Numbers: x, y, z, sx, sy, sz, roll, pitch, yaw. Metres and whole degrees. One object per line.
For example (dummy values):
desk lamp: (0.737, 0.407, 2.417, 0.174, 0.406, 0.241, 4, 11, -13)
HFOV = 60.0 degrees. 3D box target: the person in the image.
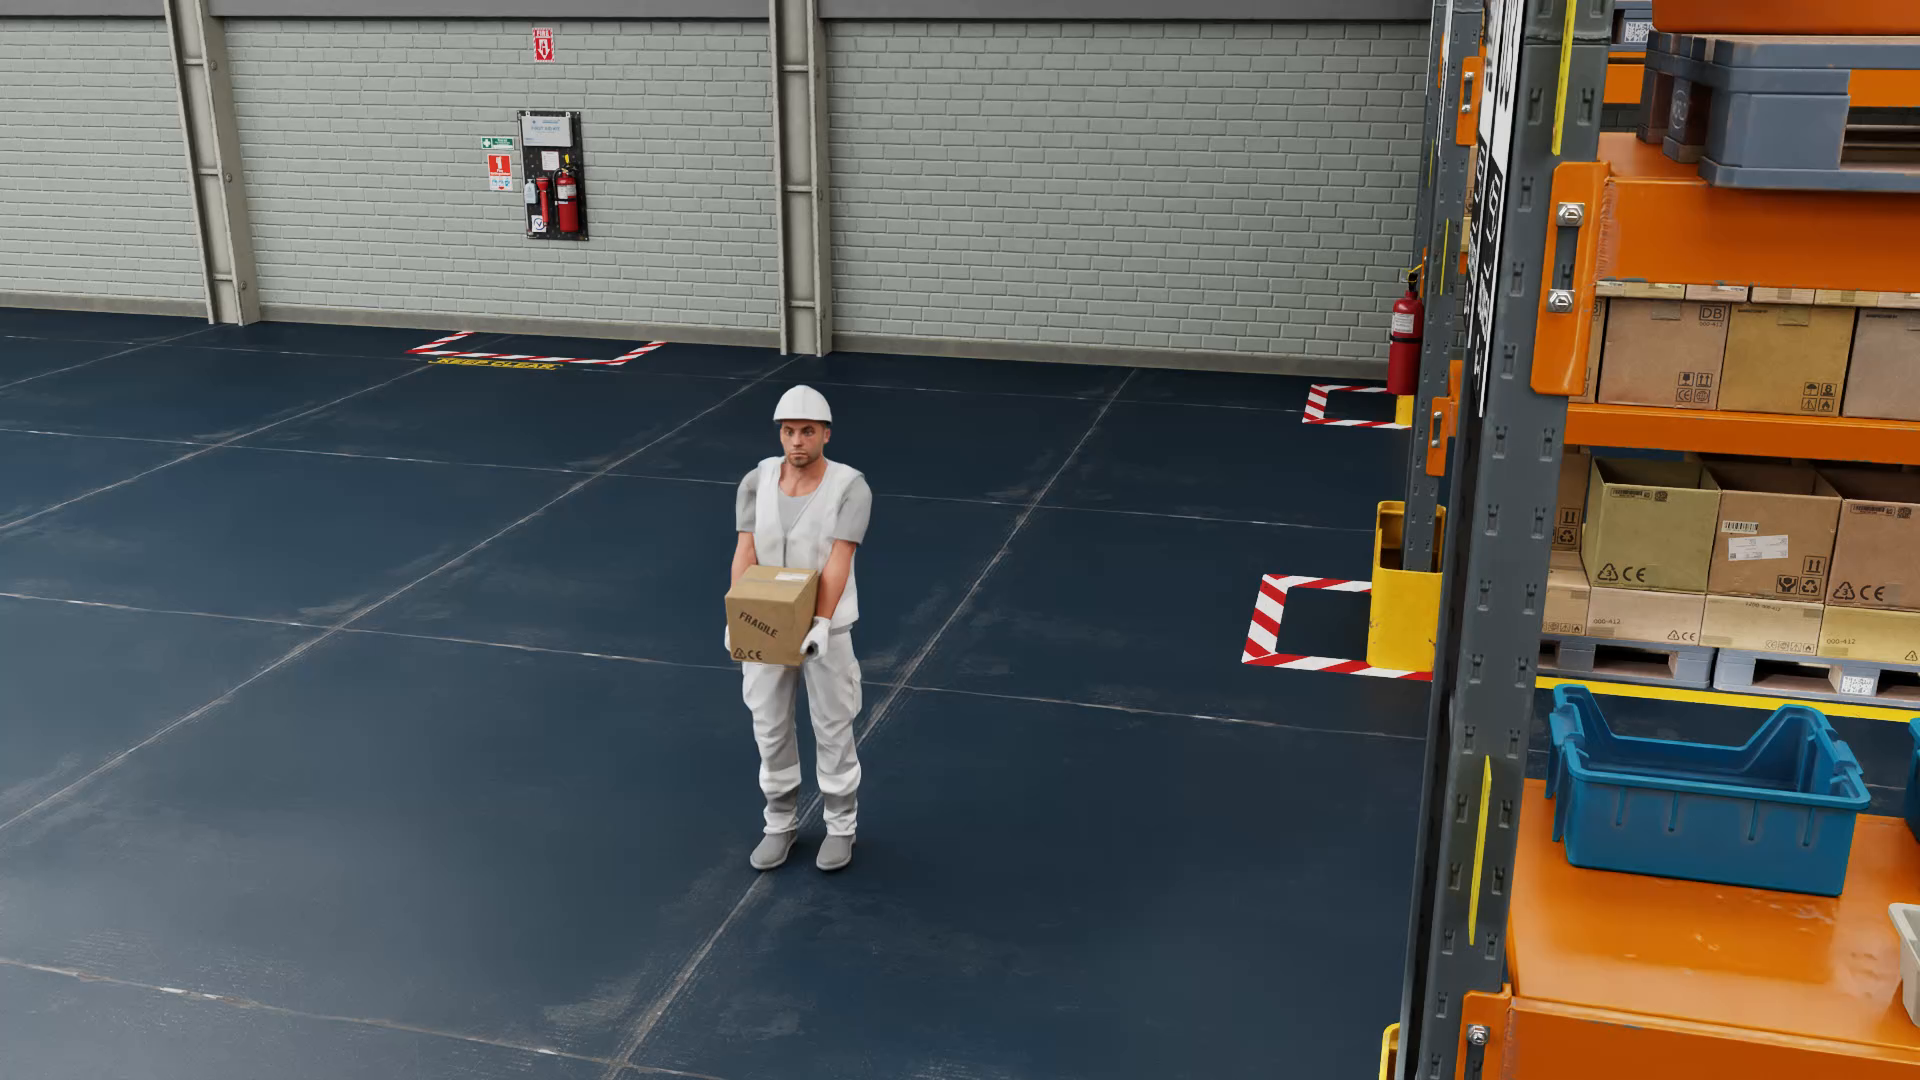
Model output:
person: (-0.585, 0.351, 5.944, 0.495, 1.786, 0.559, 4, 19, 13)
